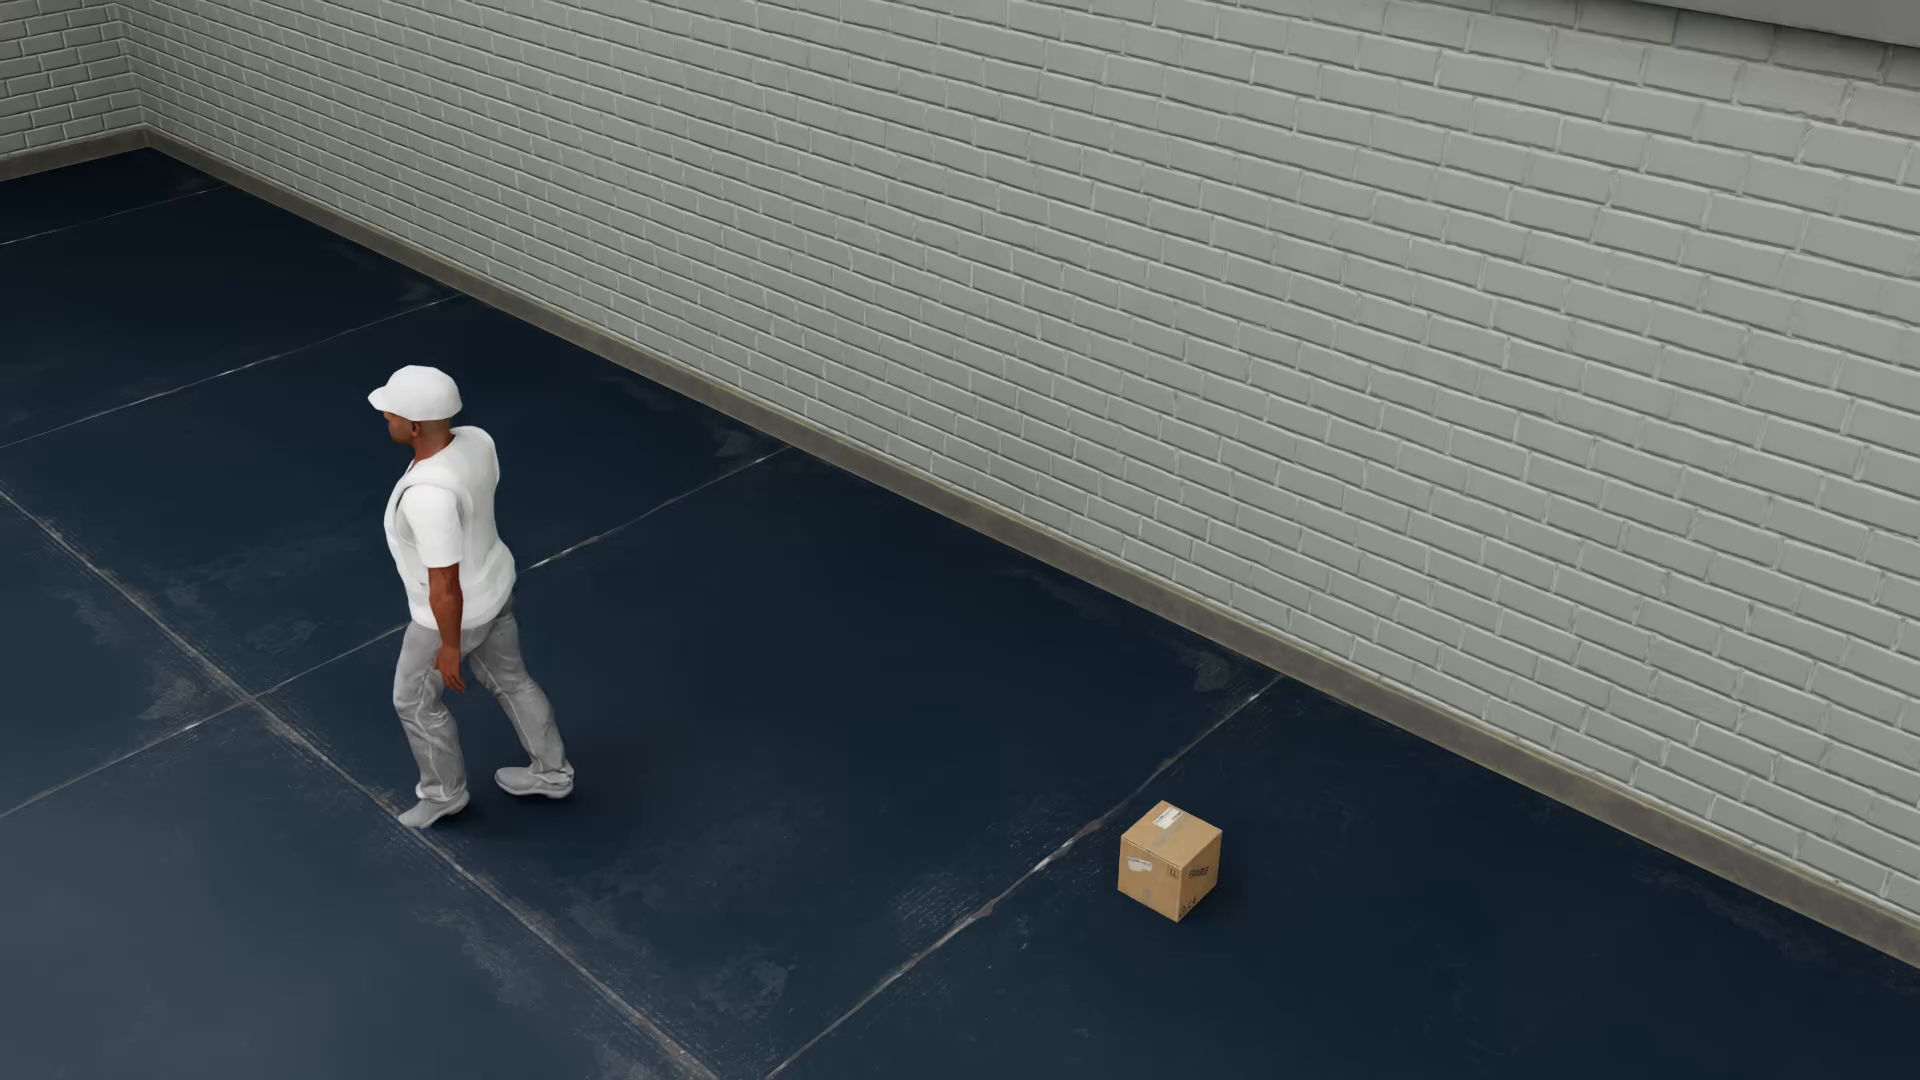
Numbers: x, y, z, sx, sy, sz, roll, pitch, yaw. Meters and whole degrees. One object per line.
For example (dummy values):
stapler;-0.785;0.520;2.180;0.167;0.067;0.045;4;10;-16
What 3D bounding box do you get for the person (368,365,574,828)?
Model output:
person;-1.746;0.238;5.749;0.651;1.826;0.620;3;31;6
